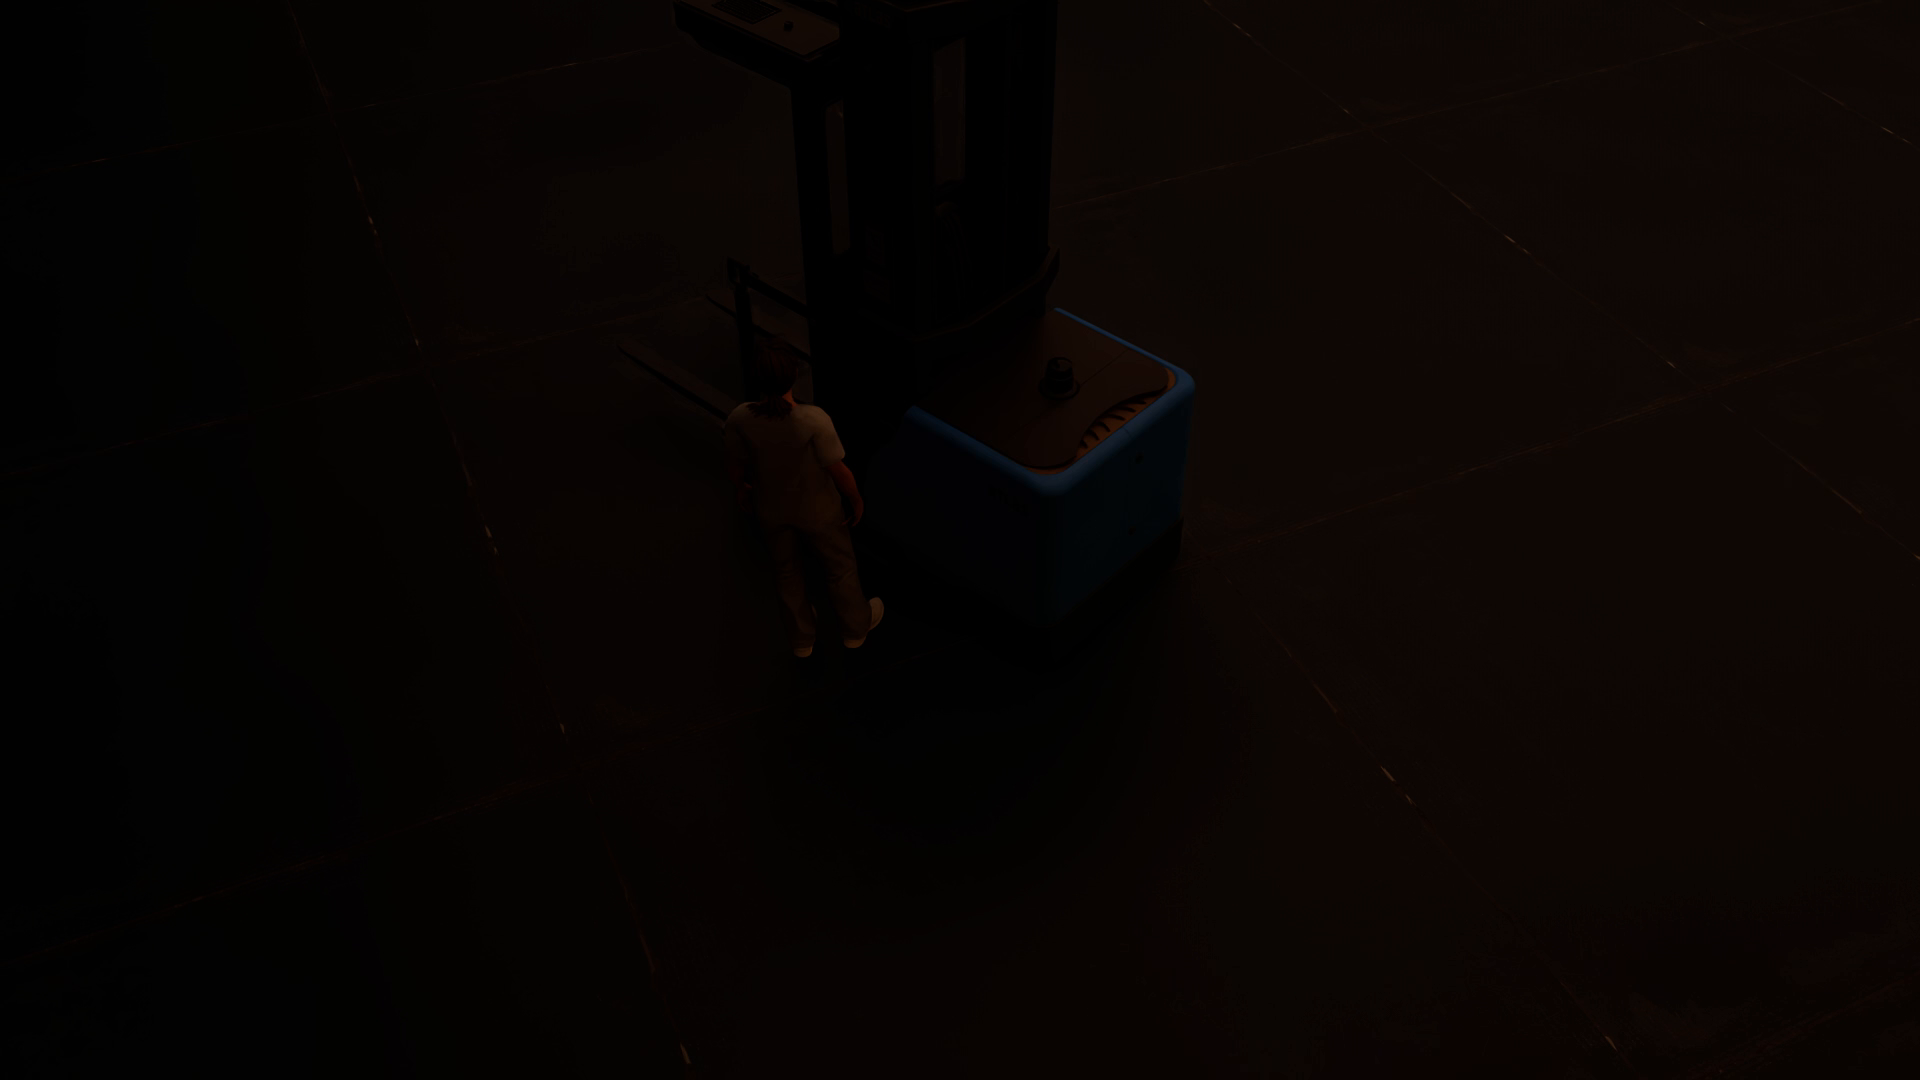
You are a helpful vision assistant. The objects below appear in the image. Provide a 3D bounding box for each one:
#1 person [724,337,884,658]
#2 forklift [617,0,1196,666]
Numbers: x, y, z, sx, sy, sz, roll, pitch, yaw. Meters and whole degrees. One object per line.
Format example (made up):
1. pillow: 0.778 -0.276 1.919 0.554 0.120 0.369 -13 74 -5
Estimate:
1. person: -0.647 -0.178 6.787 0.545 1.679 0.522 8 44 8
2. forklift: -0.422 -1.402 7.182 3.031 2.935 1.130 31 51 29
